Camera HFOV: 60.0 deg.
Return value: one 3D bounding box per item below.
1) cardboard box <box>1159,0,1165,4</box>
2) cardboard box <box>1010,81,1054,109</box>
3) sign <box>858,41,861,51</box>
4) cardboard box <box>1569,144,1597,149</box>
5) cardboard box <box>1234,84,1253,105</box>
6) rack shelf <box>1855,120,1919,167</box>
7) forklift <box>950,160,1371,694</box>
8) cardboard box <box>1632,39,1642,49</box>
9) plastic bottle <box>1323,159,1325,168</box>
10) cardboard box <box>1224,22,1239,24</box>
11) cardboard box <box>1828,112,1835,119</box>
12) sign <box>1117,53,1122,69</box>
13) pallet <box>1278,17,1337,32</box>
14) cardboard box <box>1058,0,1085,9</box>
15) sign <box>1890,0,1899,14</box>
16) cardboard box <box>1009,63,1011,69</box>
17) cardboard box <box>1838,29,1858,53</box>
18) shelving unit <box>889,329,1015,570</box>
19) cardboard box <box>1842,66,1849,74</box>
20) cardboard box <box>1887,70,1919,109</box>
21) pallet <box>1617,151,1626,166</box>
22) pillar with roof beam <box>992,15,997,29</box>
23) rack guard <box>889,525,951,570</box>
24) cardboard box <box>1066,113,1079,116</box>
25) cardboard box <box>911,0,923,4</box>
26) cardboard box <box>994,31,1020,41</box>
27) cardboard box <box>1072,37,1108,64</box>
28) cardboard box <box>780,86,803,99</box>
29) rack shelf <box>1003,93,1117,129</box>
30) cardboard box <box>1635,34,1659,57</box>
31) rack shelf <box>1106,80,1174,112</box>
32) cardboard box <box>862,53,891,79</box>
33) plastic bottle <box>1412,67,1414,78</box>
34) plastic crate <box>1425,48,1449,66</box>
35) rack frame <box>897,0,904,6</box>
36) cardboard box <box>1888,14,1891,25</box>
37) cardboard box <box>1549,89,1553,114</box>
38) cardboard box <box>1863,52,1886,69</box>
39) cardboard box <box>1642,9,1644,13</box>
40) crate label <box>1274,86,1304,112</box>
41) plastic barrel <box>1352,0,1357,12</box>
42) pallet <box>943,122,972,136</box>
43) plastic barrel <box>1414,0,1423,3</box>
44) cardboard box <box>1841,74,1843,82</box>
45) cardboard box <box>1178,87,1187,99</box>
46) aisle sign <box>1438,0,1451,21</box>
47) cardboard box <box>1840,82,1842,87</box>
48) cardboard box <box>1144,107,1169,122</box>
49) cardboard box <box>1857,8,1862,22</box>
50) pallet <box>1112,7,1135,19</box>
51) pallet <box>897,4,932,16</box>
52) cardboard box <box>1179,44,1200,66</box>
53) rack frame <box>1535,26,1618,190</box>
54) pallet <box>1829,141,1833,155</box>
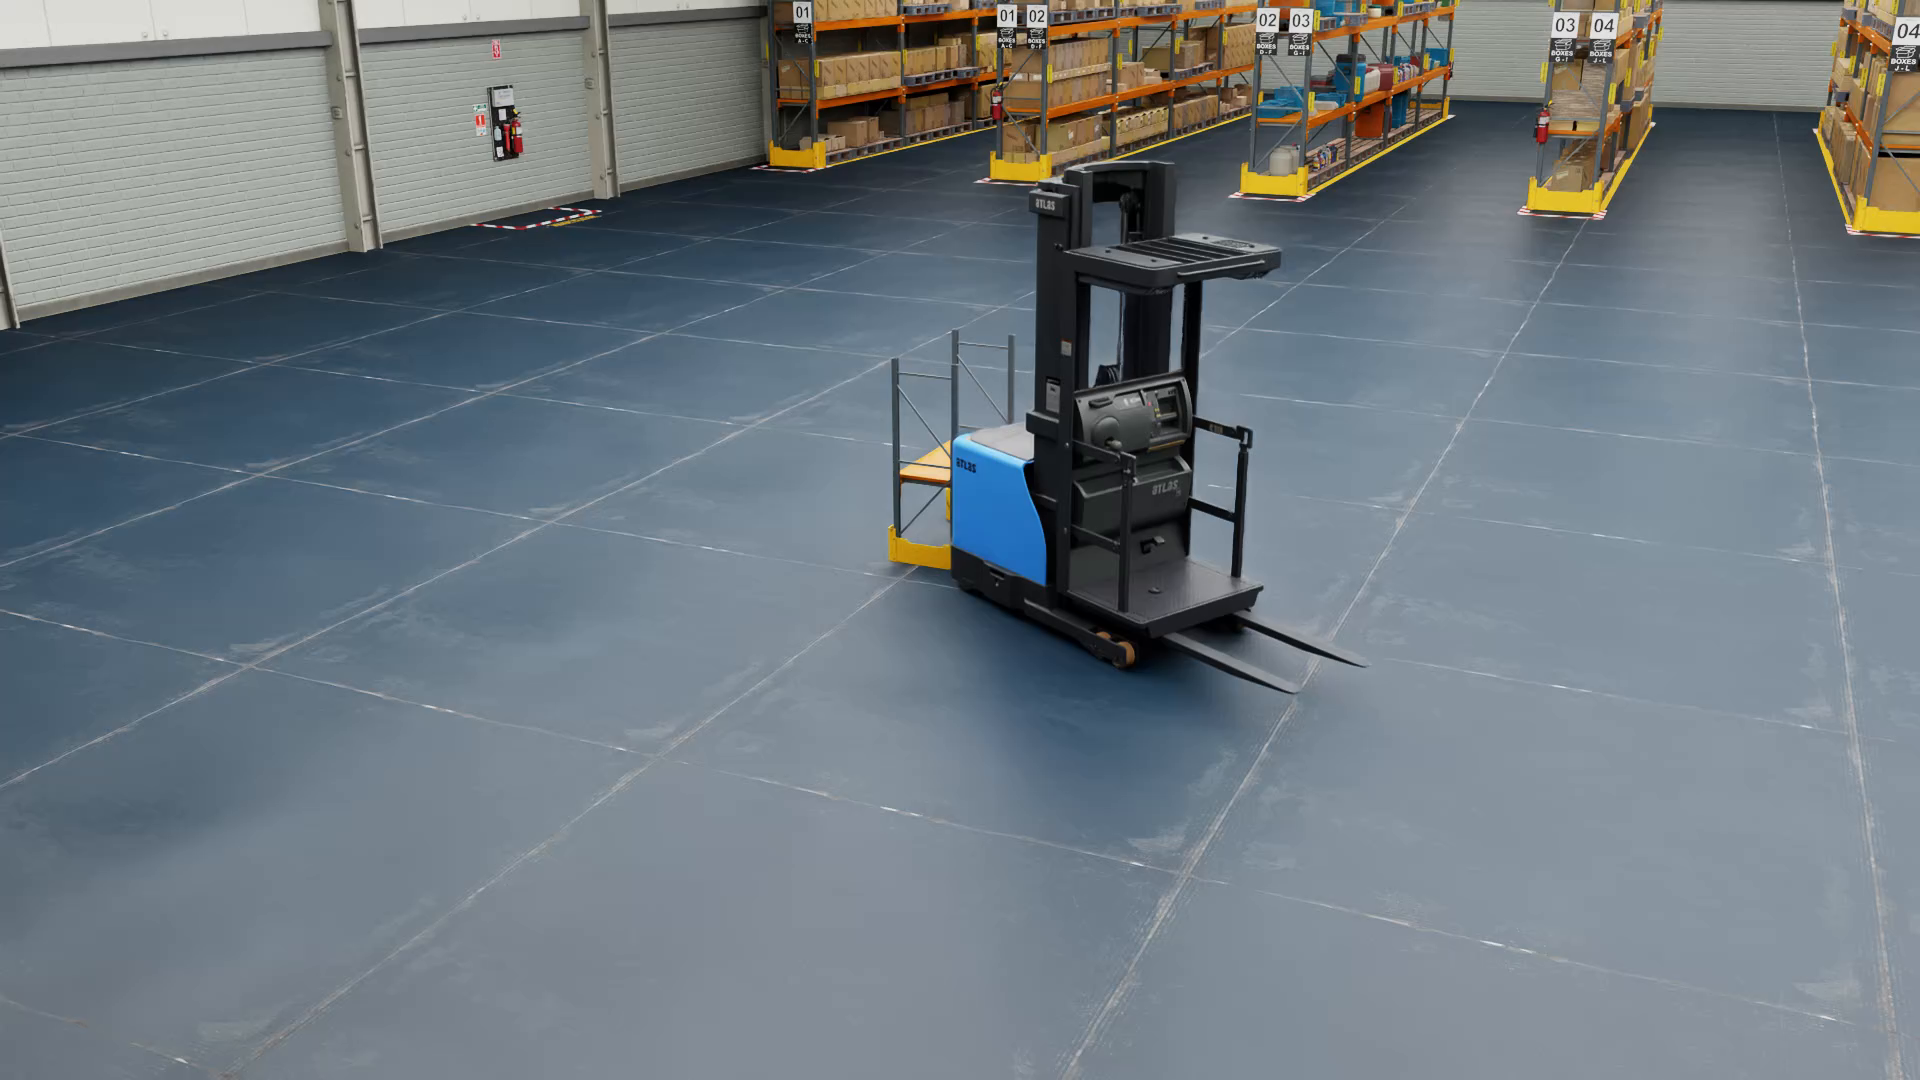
[{"bbox_3d":[4.316,-12.195,37.403,0.500,0.250,0.500,7,21,19],"label":"cardboard box"},{"bbox_3d":[1.377,-8.543,31.866,0.700,0.500,0.500,9,21,23],"label":"cardboard box"},{"bbox_3d":[-2.216,-10.877,36.849,0.100,0.325,0.005,9,21,23],"label":"sign"},{"bbox_3d":[11.648,-7.121,31.119,0.500,0.500,0.500,8,21,21],"label":"cardboard box"},{"bbox_3d":[7.728,-12.076,45.022,0.500,0.500,0.500,9,21,23],"label":"cardboard box"},{"bbox_3d":[15.513,-6.556,27.500,1.077,0.370,4.000,9,21,23],"label":"rack shelf"},{"bbox_3d":[1.228,-0.777,10.279,1.130,2.935,3.031,-14,24,-35],"label":"forklift"},{"bbox_3d":[14.579,-10.778,36.653,0.797,0.503,0.637,9,21,23],"label":"cardboard box"},{"bbox_3d":[6.940,-7.240,31.871,0.097,0.201,0.097,0,20,0],"label":"plastic bottle"},{"bbox_3d":[7.304,-13.665,44.775,0.500,0.500,0.500,9,22,24],"label":"cardboard box"},{"bbox_3d":[19.983,-9.640,37.838,0.380,0.149,0.250,8,21,21],"label":"cardboard box"},{"bbox_3d":[3.319,-9.948,34.553,0.100,0.325,0.005,9,21,23],"label":"sign"},{"bbox_3d":[6.120,-9.238,29.774,1.003,0.211,1.213,9,21,23],"label":"pallet"},{"bbox_3d":[2.104,-10.550,32.195,0.500,0.500,0.500,9,21,23],"label":"cardboard box"},{"bbox_3d":[14.205,-8.155,25.244,0.100,0.325,0.005,9,21,23],"label":"sign"},{"bbox_3d":[1.127,-12.069,42.273,0.380,0.149,0.250,8,21,21],"label":"cardboard box"},{"bbox_3d":[20.180,-11.265,37.582,0.500,0.500,0.500,8,21,21],"label":"cardboard box"},{"bbox_3d":[-0.031,-0.683,12.152,0.587,1.500,1.083,9,21,23],"label":"shelving unit"},{"bbox_3d":[17.857,-9.378,33.222,0.380,0.149,0.250,8,21,22],"label":"cardboard box"},{"bbox_3d":[14.881,-6.971,25.758,0.875,0.550,0.550,9,21,23],"label":"cardboard box"},{"bbox_3d":[13.165,-7.888,34.333,1.003,0.211,1.213,9,21,23],"label":"pallet"},{"bbox_3d":[4.992,-15.271,41.978,9.100,9.000,0.400,9,21,23],"label":"pillar with roof beam"},{"bbox_3d":[-0.235,0.058,11.933,0.587,0.250,0.087,9,21,23],"label":"rack guard"},{"bbox_3d":[2.139,-8.581,34.478,0.500,0.500,0.500,9,21,23],"label":"cardboard box"},{"bbox_3d":[-1.160,-12.170,37.243,0.500,0.311,0.500,9,22,24],"label":"cardboard box"},{"bbox_3d":[1.182,-12.763,42.139,0.500,0.250,0.500,9,21,24],"label":"cardboard box"},{"bbox_3d":[2.636,-10.100,34.306,0.700,0.500,0.500,9,21,23],"label":"cardboard box"},{"bbox_3d":[-3.332,-9.142,33.892,0.500,0.250,0.500,9,21,23],"label":"cardboard box"},{"bbox_3d":[1.993,-8.628,33.326,1.077,0.370,4.000,9,21,23],"label":"rack shelf"},{"bbox_3d":[16.803,-12.124,40.743,0.500,0.500,0.500,9,21,23],"label":"cardboard box"},{"bbox_3d":[3.631,-9.850,36.764,1.077,0.370,4.000,9,21,23],"label":"rack shelf"},{"bbox_3d":[-1.819,-10.208,35.772,0.500,0.500,0.500,8,21,22],"label":"cardboard box"},{"bbox_3d":[10.590,-11.008,39.130,0.152,0.276,0.135,9,21,23],"label":"plastic bottle"},{"bbox_3d":[12.277,-12.482,42.949,0.616,0.435,0.499,9,21,23],"label":"plastic crate"},{"bbox_3d":[-1.709,-13.083,35.827,1.000,3.000,0.127,9,21,23],"label":"rack frame"},{"bbox_3d":[14.729,-8.127,25.966,0.380,0.149,0.250,9,21,24],"label":"cardboard box"},{"bbox_3d":[10.556,-7.516,28.532,0.875,0.500,0.500,9,21,23],"label":"cardboard box"},{"bbox_3d":[17.777,-9.111,31.970,0.700,0.500,0.500,8,21,22],"label":"cardboard box"},{"bbox_3d":[13.325,-10.450,33.125,0.500,0.250,0.500,8,21,23],"label":"cardboard box"},{"bbox_3d":[6.199,-8.291,31.252,0.502,0.435,0.616,9,21,23],"label":"crate label"},{"bbox_3d":[7.876,-11.132,34.069,0.600,0.901,0.708,9,21,23],"label":"plastic barrel"},{"bbox_3d":[-0.392,-9.927,40.067,1.003,0.211,1.213,9,21,23],"label":"pallet"},{"bbox_3d":[10.417,-12.736,38.419,0.600,0.588,0.600,0,20,0],"label":"plastic barrel"},{"bbox_3d":[17.865,-9.244,33.289,0.380,0.149,0.250,9,22,25],"label":"cardboard box"},{"bbox_3d":[5.258,-10.986,40.839,0.500,0.250,0.500,9,21,23],"label":"cardboard box"},{"bbox_3d":[12.540,-13.772,42.838,0.394,0.787,0.004,9,21,23],"label":"aisle sign"},{"bbox_3d":[17.856,-9.098,33.323,0.380,0.149,0.250,8,21,23],"label":"cardboard box"},{"bbox_3d":[4.460,-9.773,38.114,0.500,0.311,0.500,9,22,24],"label":"cardboard box"},{"bbox_3d":[18.165,-10.553,33.041,0.500,0.500,0.500,9,21,23],"label":"cardboard box"},{"bbox_3d":[3.162,-11.173,35.217,0.805,0.209,1.217,8,21,21],"label":"pallet"},{"bbox_3d":[-1.359,-11.755,36.851,1.213,0.211,1.003,9,21,23],"label":"pallet"},{"bbox_3d":[5.421,-11.720,40.171,0.700,0.500,0.500,3,20,9],"label":"cardboard box"},{"bbox_3d":[10.210,-6.995,27.661,1.000,3.000,0.127,9,21,23],"label":"rack frame"},{"bbox_3d":[19.290,-8.400,35.773,1.003,0.211,1.213,9,21,23],"label":"pallet"}]
